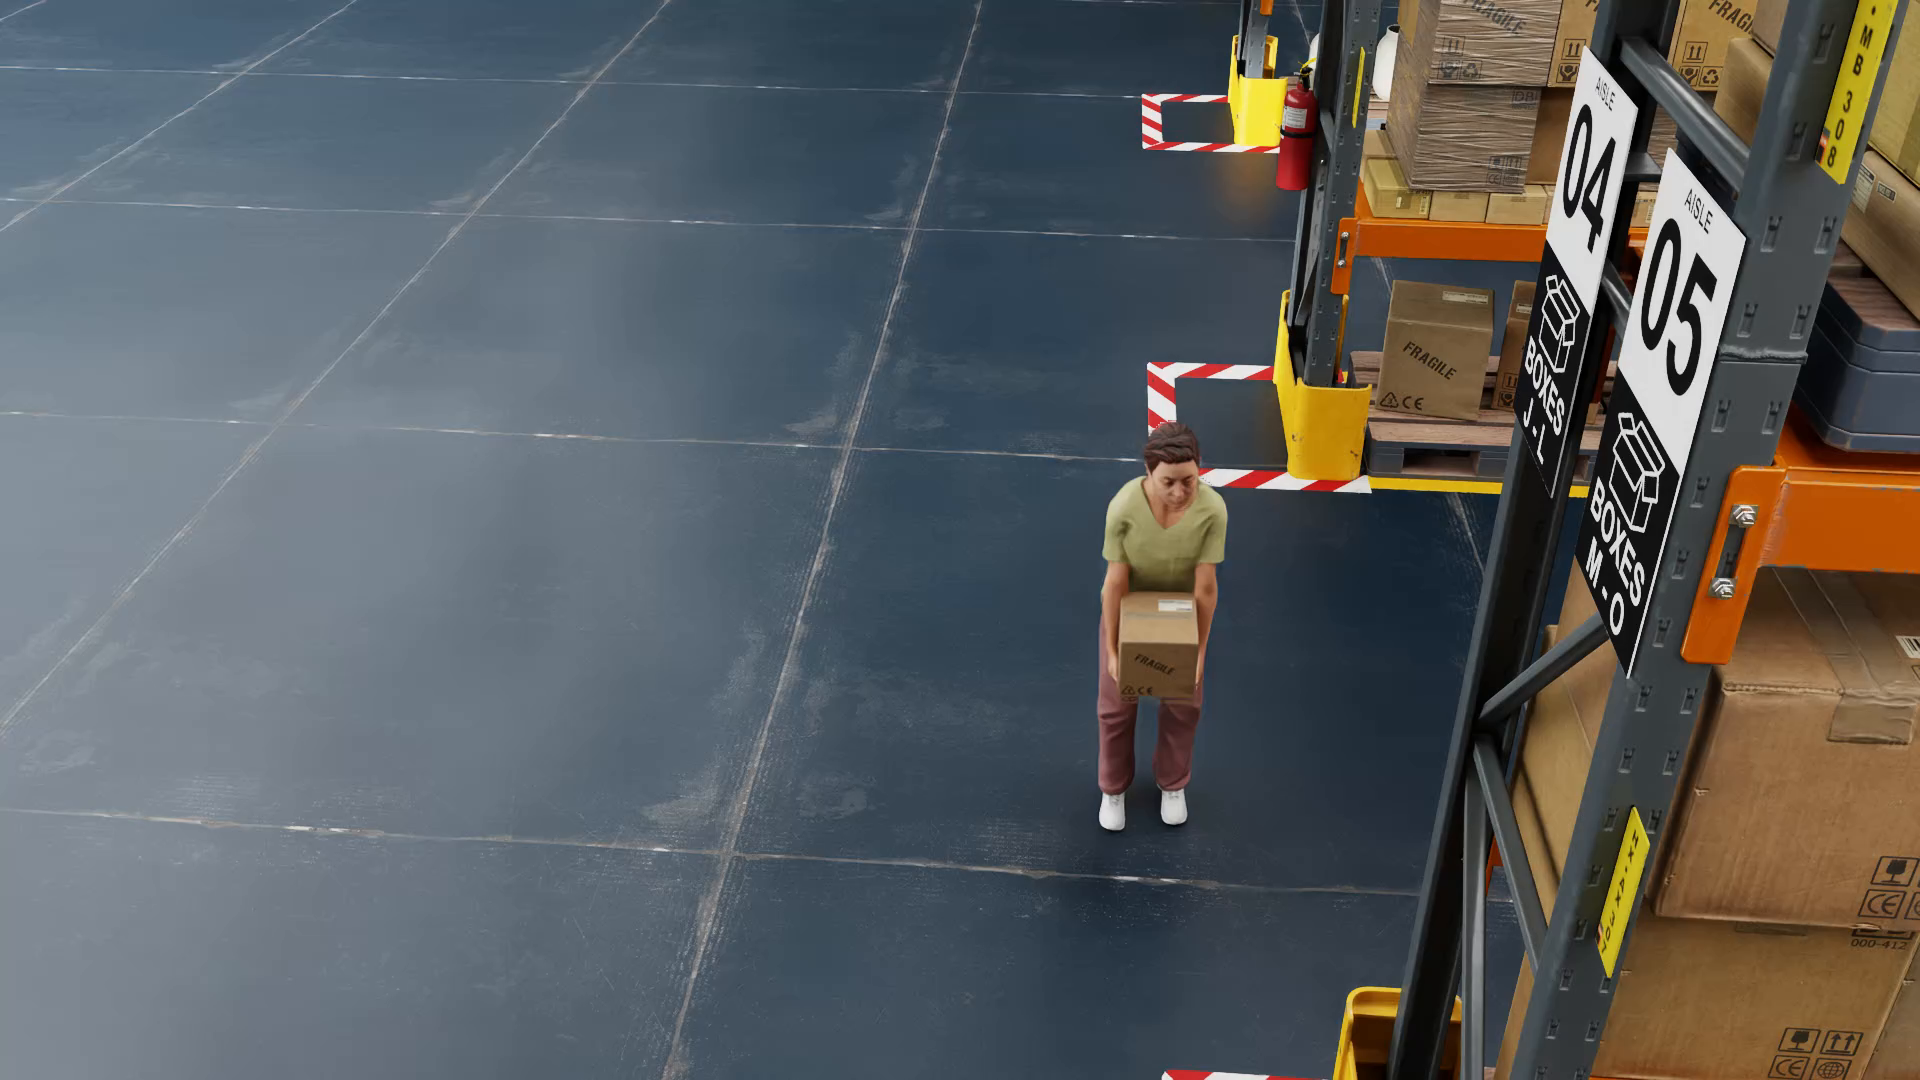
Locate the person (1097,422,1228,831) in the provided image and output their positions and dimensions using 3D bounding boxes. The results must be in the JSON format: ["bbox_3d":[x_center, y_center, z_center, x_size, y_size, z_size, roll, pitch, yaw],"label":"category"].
[{"bbox_3d":[0.674,0.309,5.681,0.406,1.644,0.527,2,32,3],"label":"person"}]
